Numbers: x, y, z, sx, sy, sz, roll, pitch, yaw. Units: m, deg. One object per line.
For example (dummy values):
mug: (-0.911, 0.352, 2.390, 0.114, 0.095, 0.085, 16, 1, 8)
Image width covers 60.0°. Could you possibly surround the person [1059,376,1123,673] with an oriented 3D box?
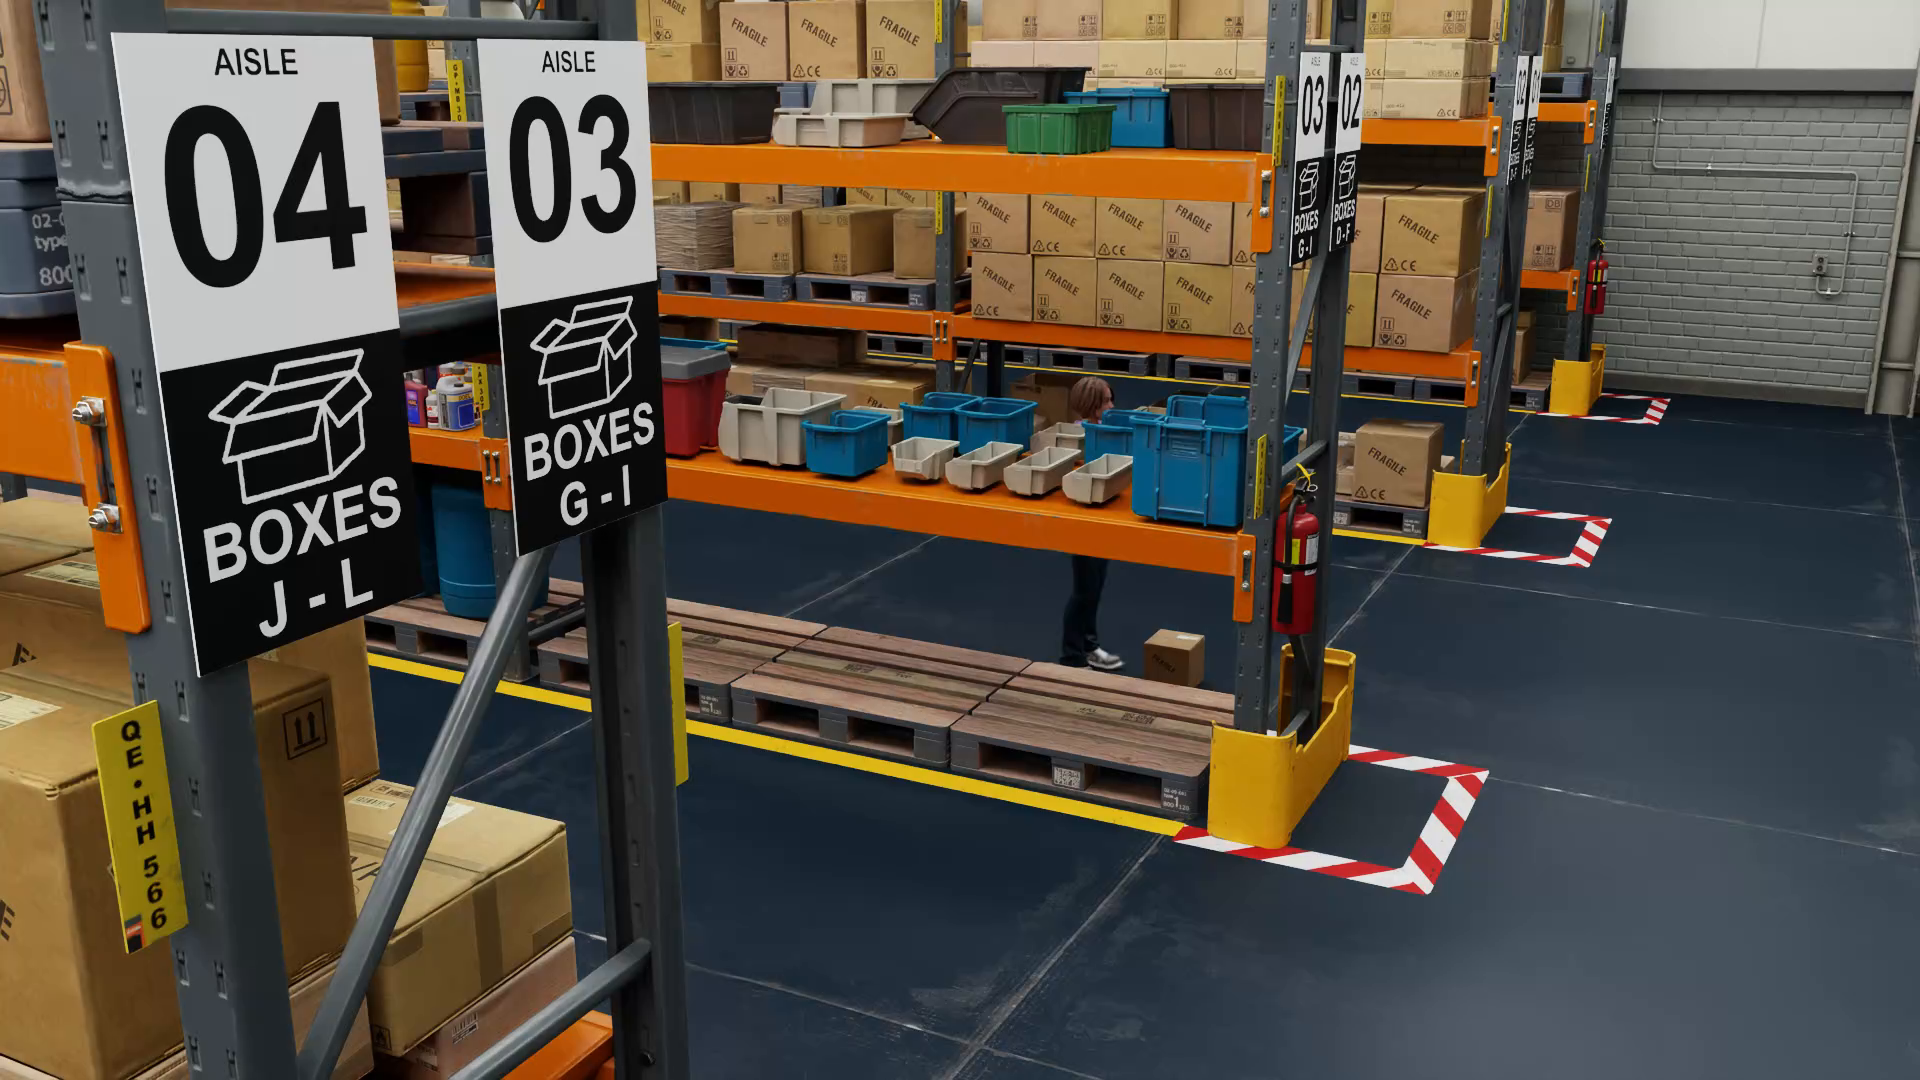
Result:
person: (0.702, -0.005, 8.769, 0.336, 1.519, 0.474, 5, 17, 18)
